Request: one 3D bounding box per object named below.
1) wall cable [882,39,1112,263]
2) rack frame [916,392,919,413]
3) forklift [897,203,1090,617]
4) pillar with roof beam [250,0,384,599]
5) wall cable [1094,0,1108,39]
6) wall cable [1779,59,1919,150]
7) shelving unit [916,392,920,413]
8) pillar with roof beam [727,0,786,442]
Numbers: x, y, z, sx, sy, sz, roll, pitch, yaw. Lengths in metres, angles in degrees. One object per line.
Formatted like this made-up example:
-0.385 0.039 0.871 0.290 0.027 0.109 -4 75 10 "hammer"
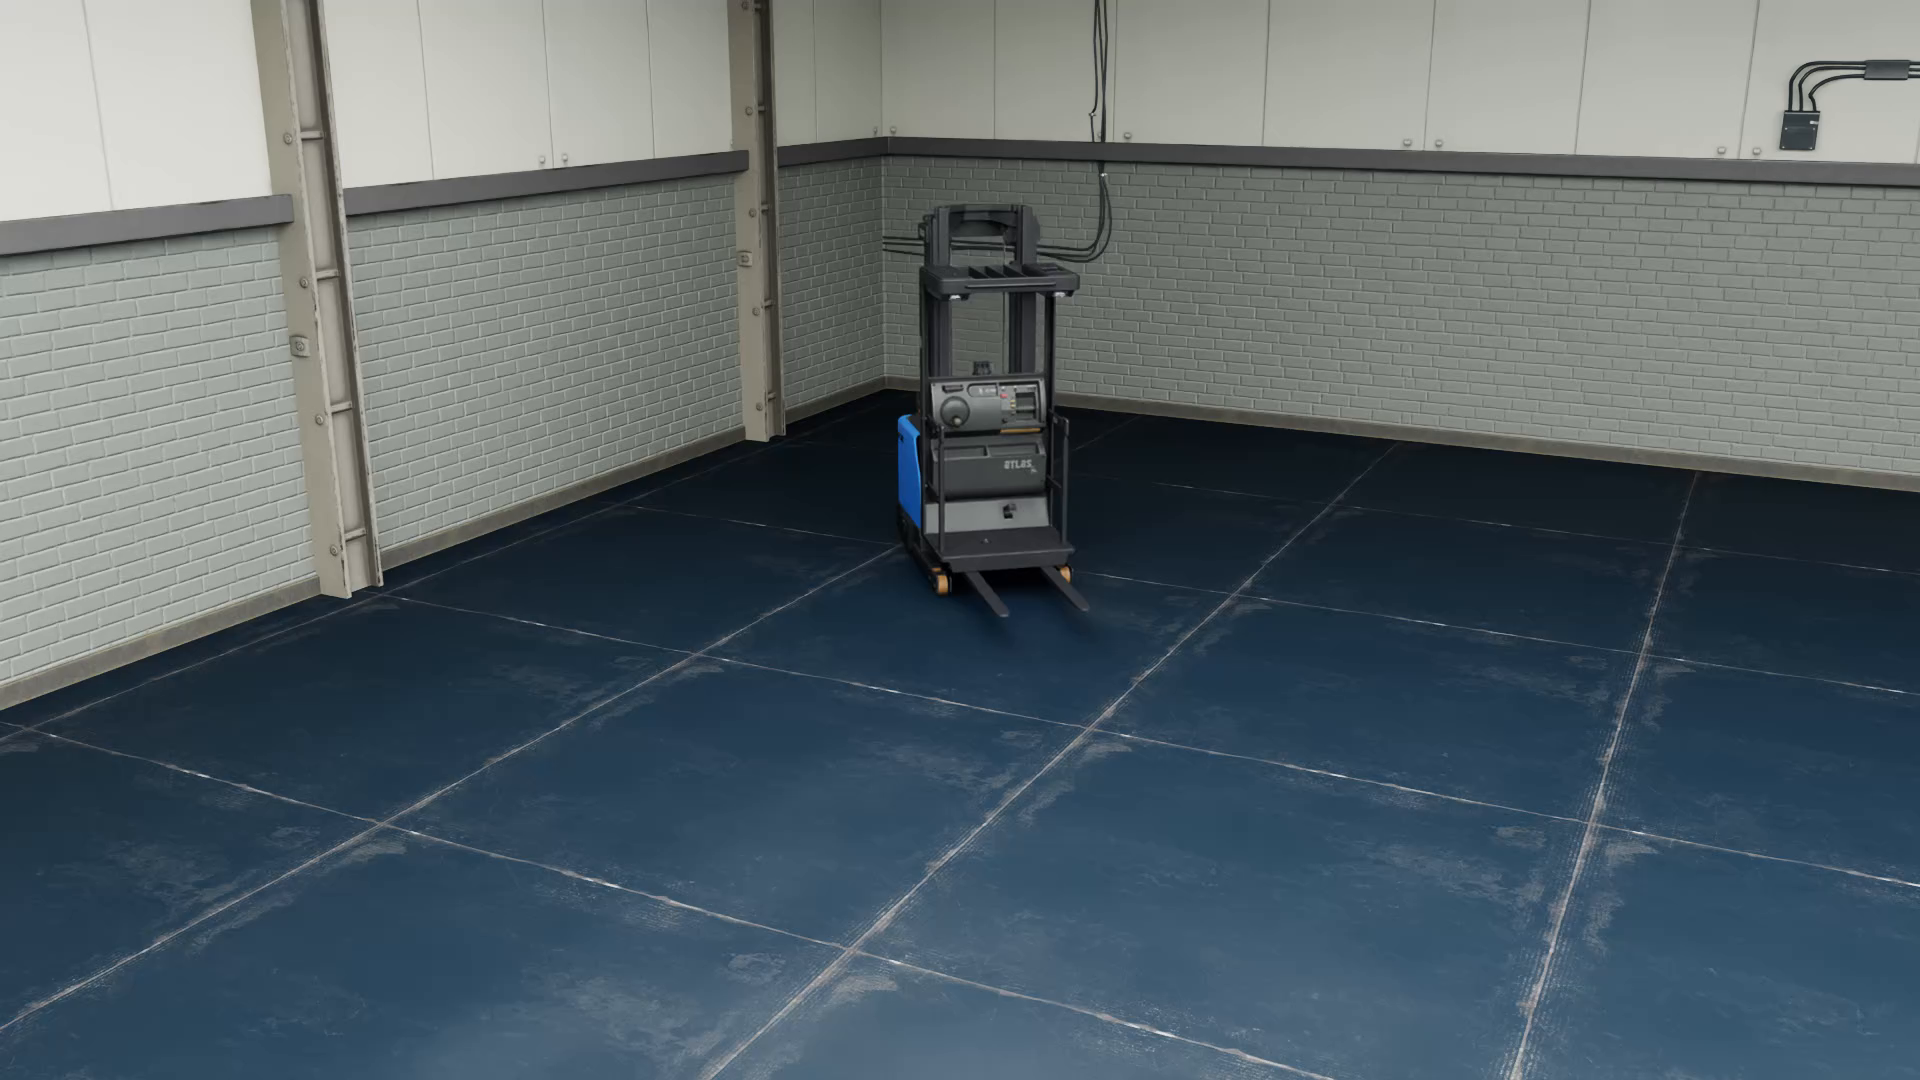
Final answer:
0.343 -4.547 19.484 3.097 2.526 0.112 8 18 25 "wall cable"
-0.317 -0.702 14.781 0.015 1.200 0.240 -11 20 -32 "rack frame"
0.277 -1.088 13.040 1.130 2.935 3.031 -4 17 -12 "forklift"
-0.986 -3.378 10.092 9.100 9.000 0.400 8 18 25 "pillar with roof beam"
2.763 -6.624 17.606 3.097 2.526 0.112 8 18 25 "wall cable"
8.829 -6.454 14.477 2.305 6.003 0.169 8 18 25 "wall cable"
-0.114 -0.741 14.911 0.503 1.200 0.258 -11 20 -32 "shelving unit"
1.695 -4.906 15.237 9.100 9.000 0.400 8 18 25 "pillar with roof beam"
